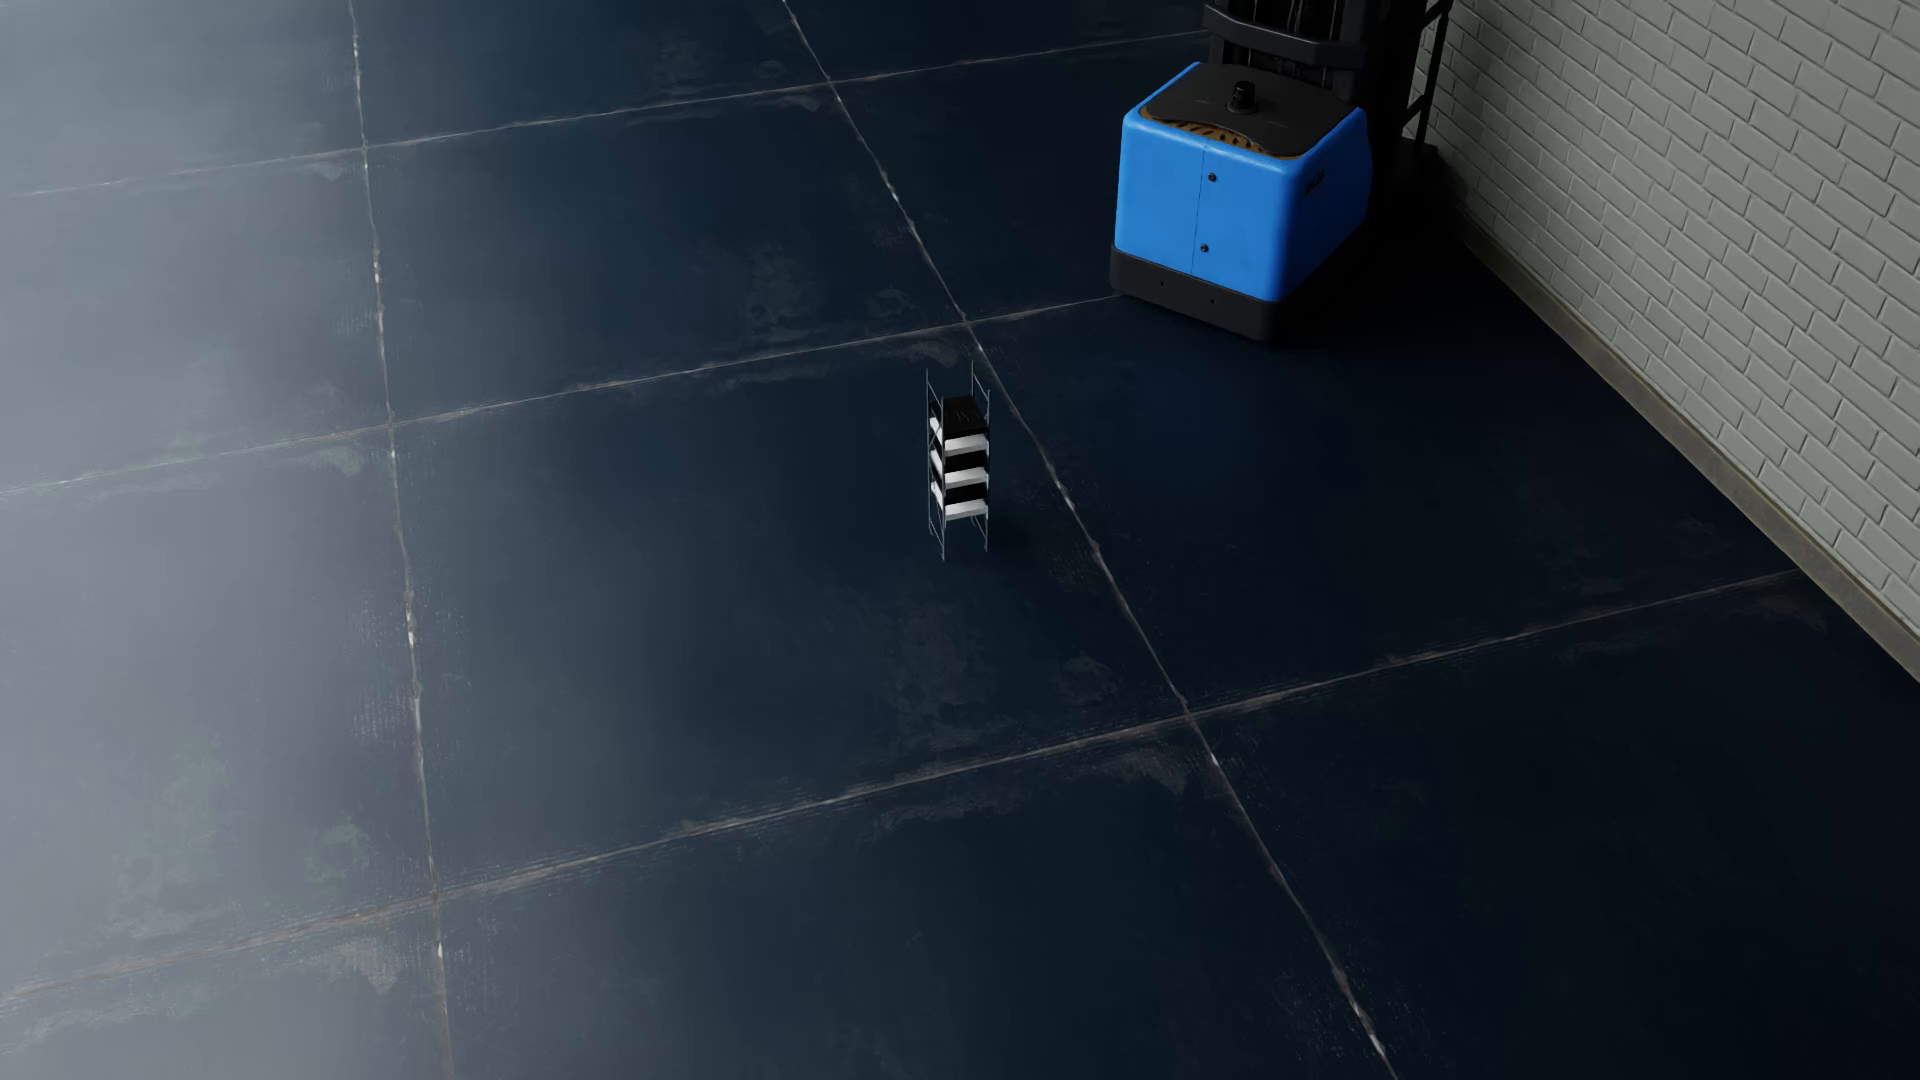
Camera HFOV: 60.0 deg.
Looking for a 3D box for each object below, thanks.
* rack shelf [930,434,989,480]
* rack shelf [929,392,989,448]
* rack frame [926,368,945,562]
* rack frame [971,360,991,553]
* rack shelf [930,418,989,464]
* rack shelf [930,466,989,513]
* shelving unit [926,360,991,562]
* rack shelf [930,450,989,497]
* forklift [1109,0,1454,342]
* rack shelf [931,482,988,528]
[{"bbox_3d":[-0.008,-0.380,7.264,0.200,0.077,0.258,-12,42,-13],"label":"rack shelf"},{"bbox_3d":[-0.008,-0.516,7.146,0.200,0.077,0.258,-12,42,-13],"label":"rack shelf"},{"bbox_3d":[-0.105,-0.317,7.279,0.006,0.900,0.240,-12,42,-13],"label":"rack frame"},{"bbox_3d":[0.089,-0.357,7.325,0.006,0.900,0.240,-12,42,-13],"label":"rack frame"},{"bbox_3d":[-0.008,-0.448,7.205,0.200,0.077,0.258,-12,42,-13],"label":"rack shelf"},{"bbox_3d":[-0.008,-0.244,7.383,0.200,0.077,0.258,-12,42,-13],"label":"rack shelf"},{"bbox_3d":[-0.008,-0.337,7.302,0.210,0.900,0.258,-12,42,-13],"label":"shelving unit"},{"bbox_3d":[-0.008,-0.312,7.324,0.200,0.077,0.258,-12,42,-13],"label":"rack shelf"},{"bbox_3d":[2.067,-3.067,8.883,1.130,2.935,3.031,24,47,25],"label":"forklift"},{"bbox_3d":[-0.008,-0.177,7.442,0.200,0.077,0.258,-12,42,-13],"label":"rack shelf"}]
